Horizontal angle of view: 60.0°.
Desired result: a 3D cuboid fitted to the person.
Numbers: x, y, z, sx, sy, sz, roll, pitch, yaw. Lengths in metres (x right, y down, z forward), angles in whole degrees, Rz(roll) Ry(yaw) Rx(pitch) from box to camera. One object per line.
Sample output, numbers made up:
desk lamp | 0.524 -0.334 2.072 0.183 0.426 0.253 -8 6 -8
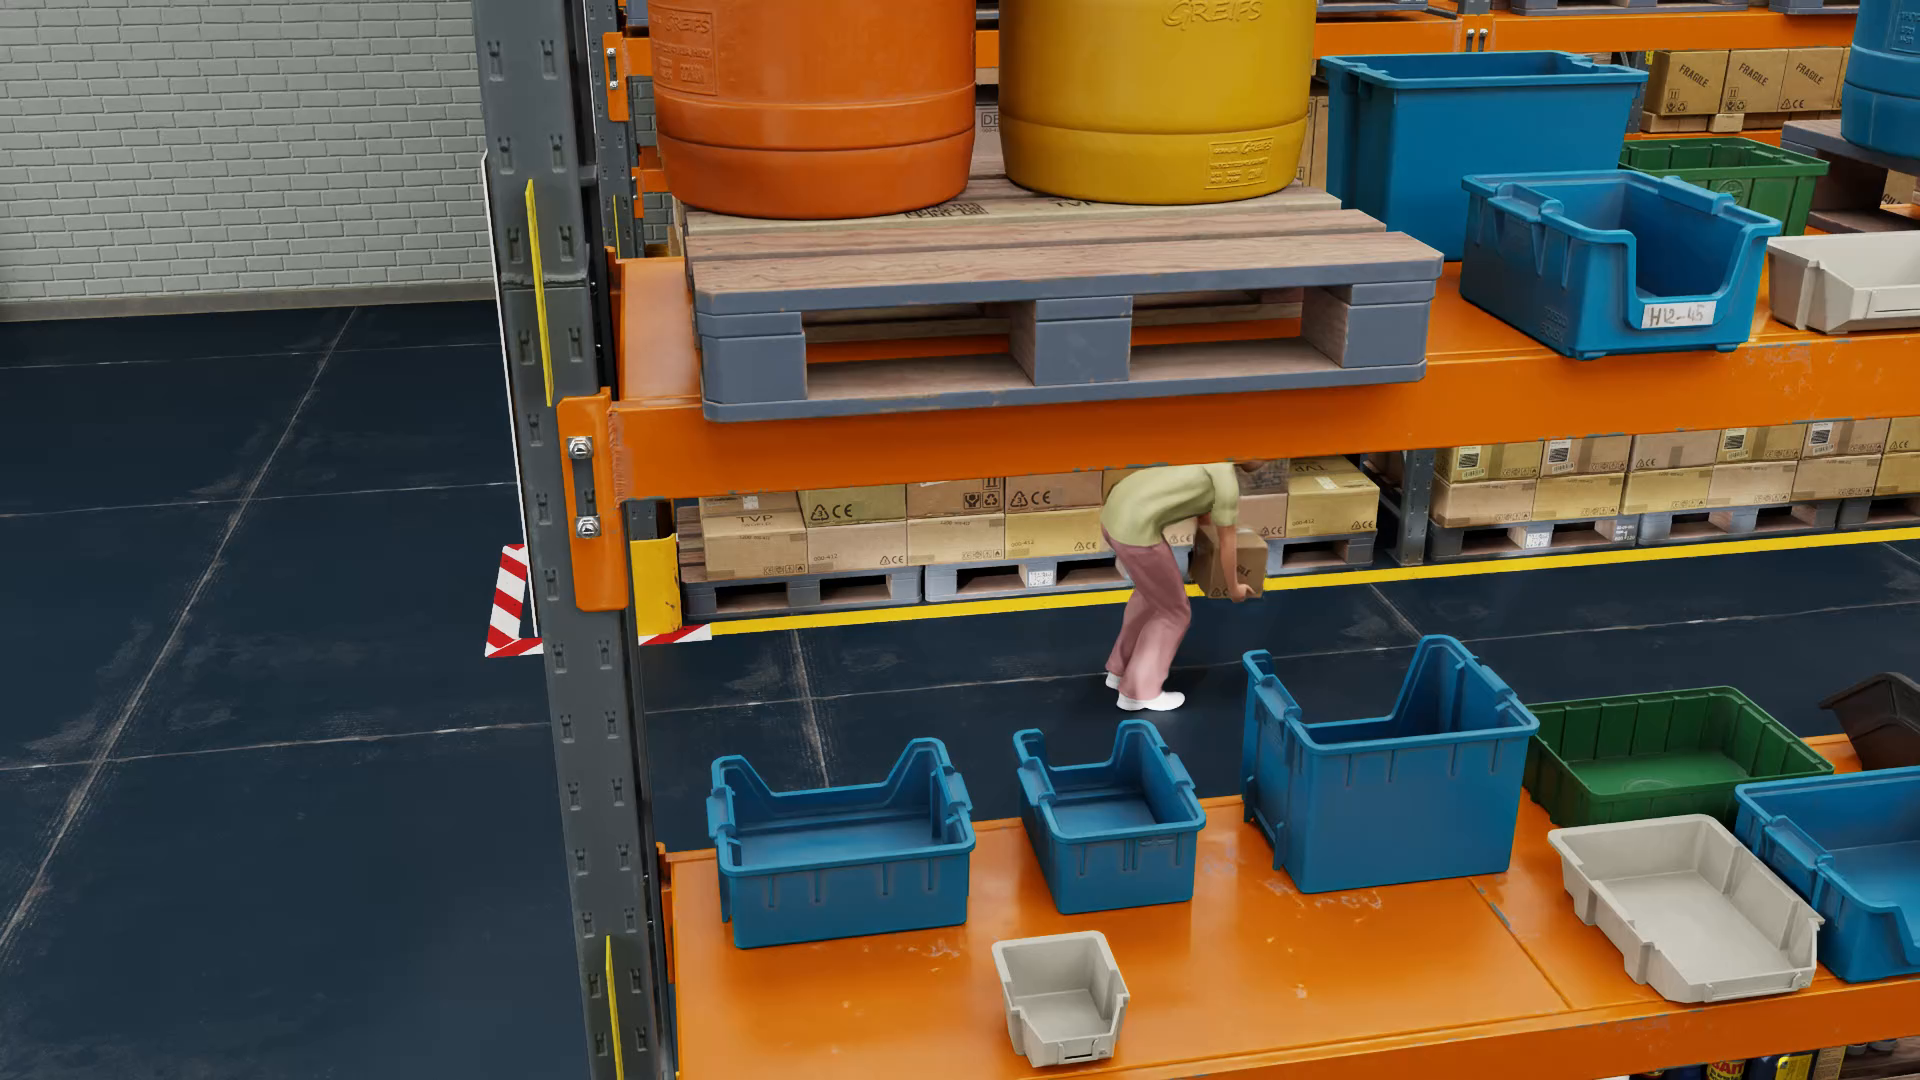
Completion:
person | 0.972 0.011 7.316 0.685 1.488 0.414 -5 24 -11
